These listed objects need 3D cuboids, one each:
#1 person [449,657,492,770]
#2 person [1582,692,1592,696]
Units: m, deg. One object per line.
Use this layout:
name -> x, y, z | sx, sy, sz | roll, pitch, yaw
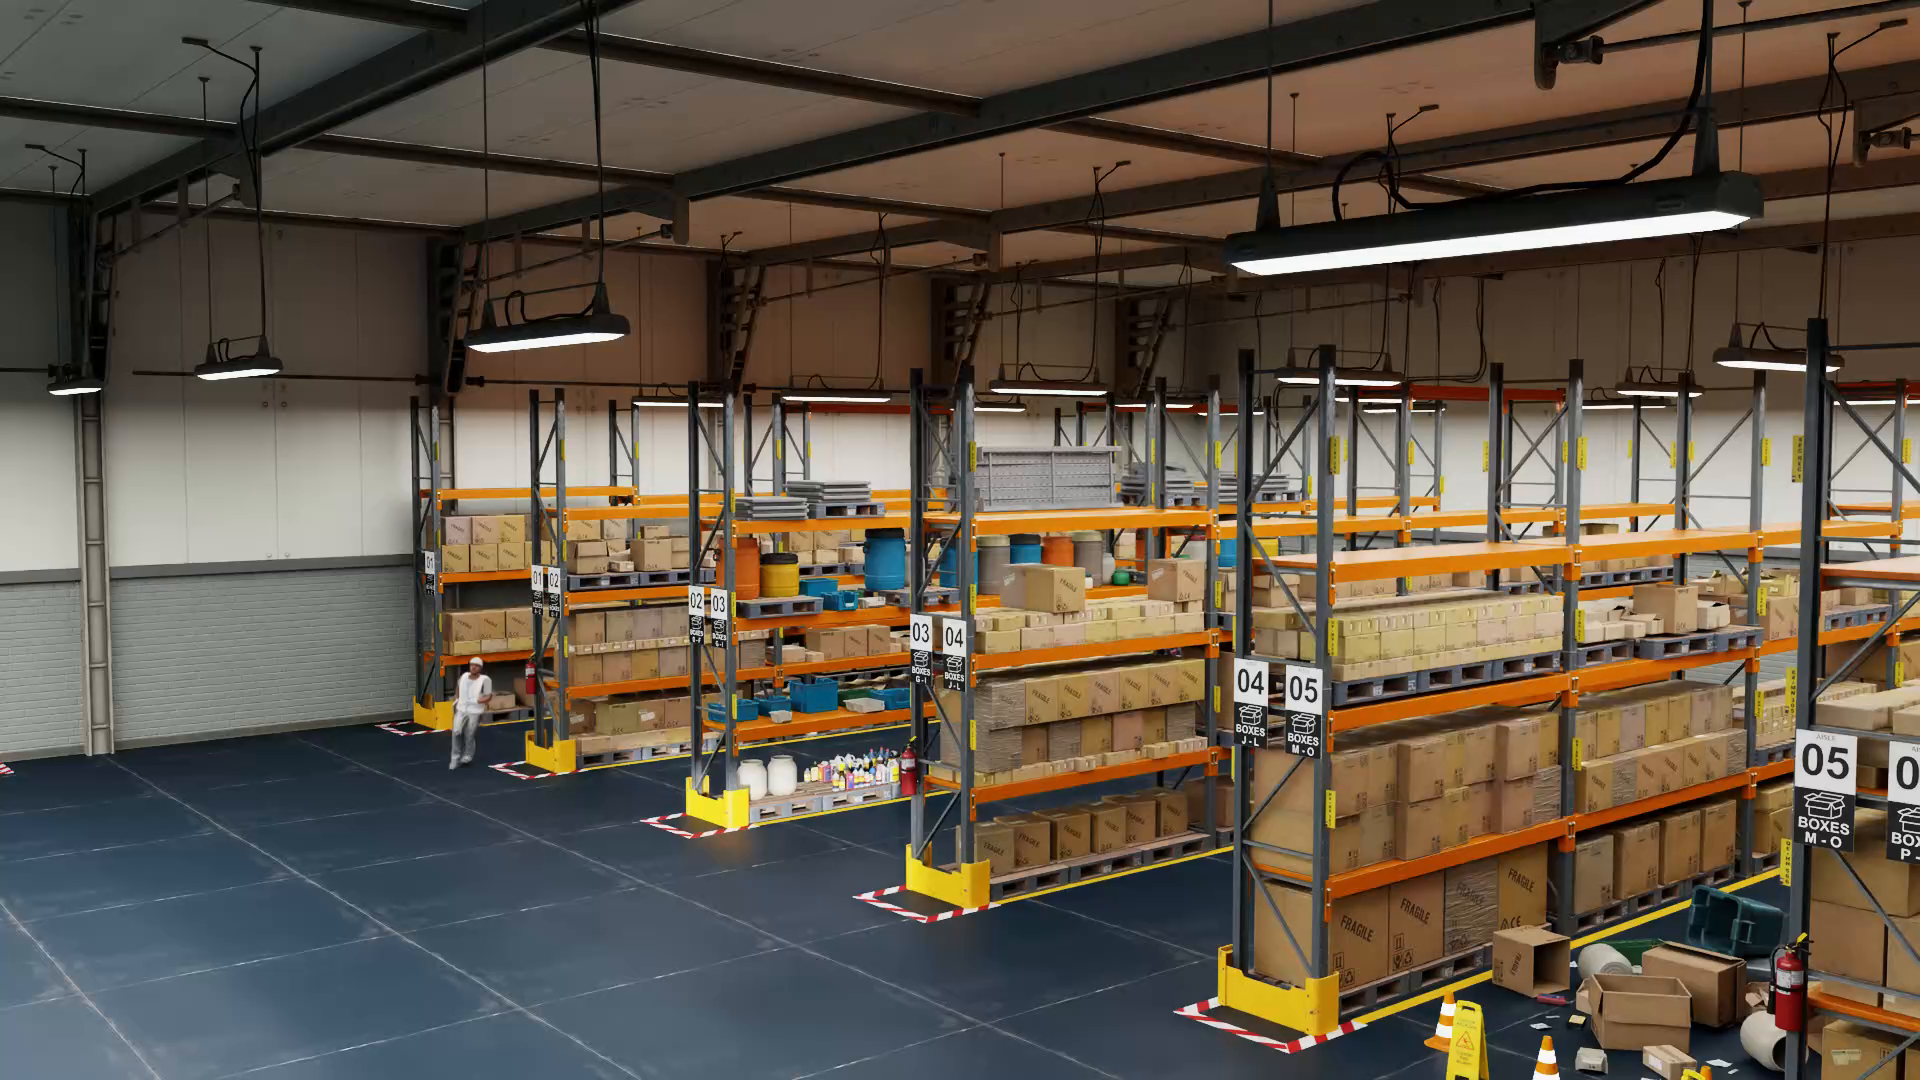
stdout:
person -> -7.745, 2.724, 26.312 | 0.701, 1.744, 0.684 | 0, 3, 2
person -> 8.775, 2.960, 23.057 | 0.606, 1.749, 0.759 | 3, 5, 44
